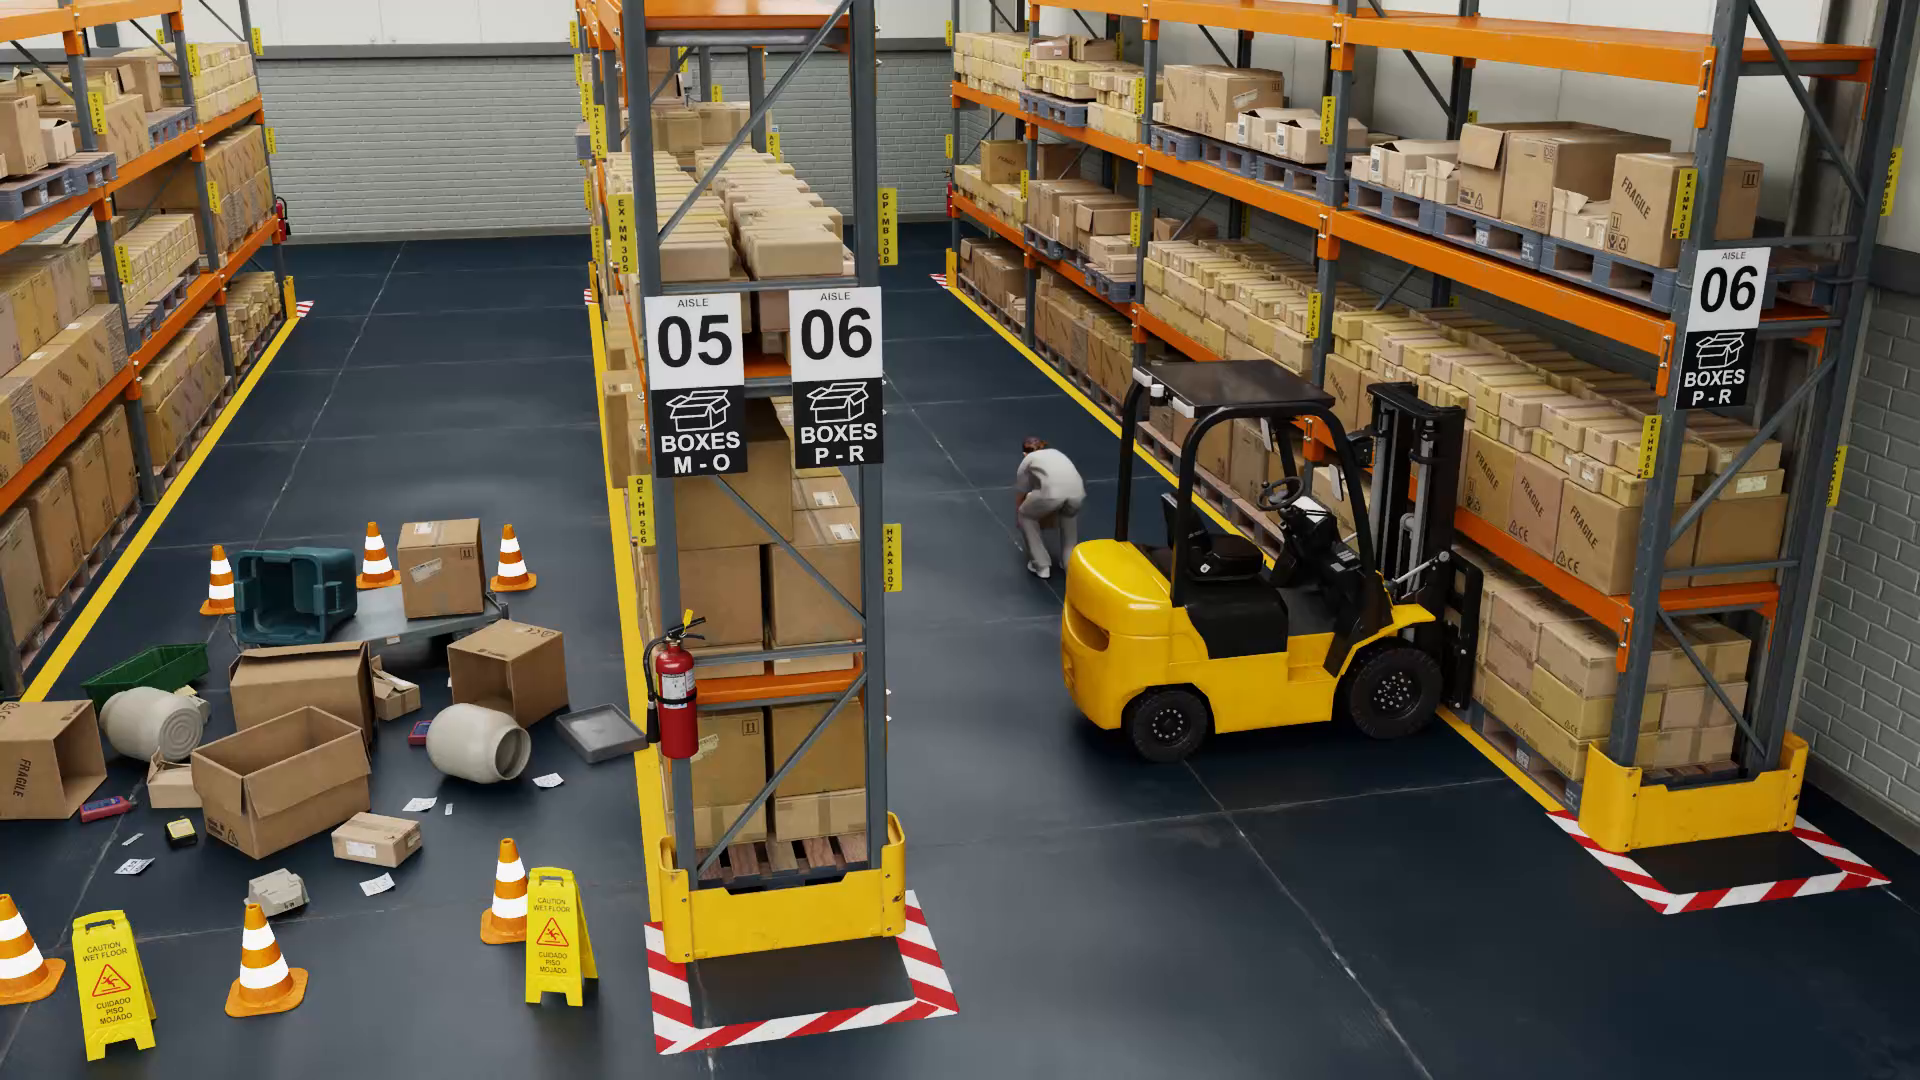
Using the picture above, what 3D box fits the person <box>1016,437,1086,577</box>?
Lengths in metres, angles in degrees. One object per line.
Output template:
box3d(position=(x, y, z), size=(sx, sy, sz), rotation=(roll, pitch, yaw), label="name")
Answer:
box3d(position=(0.679, -0.265, 12.854), size=(0.475, 0.974, 0.865), rotation=(-5, 20, -15), label="person")
